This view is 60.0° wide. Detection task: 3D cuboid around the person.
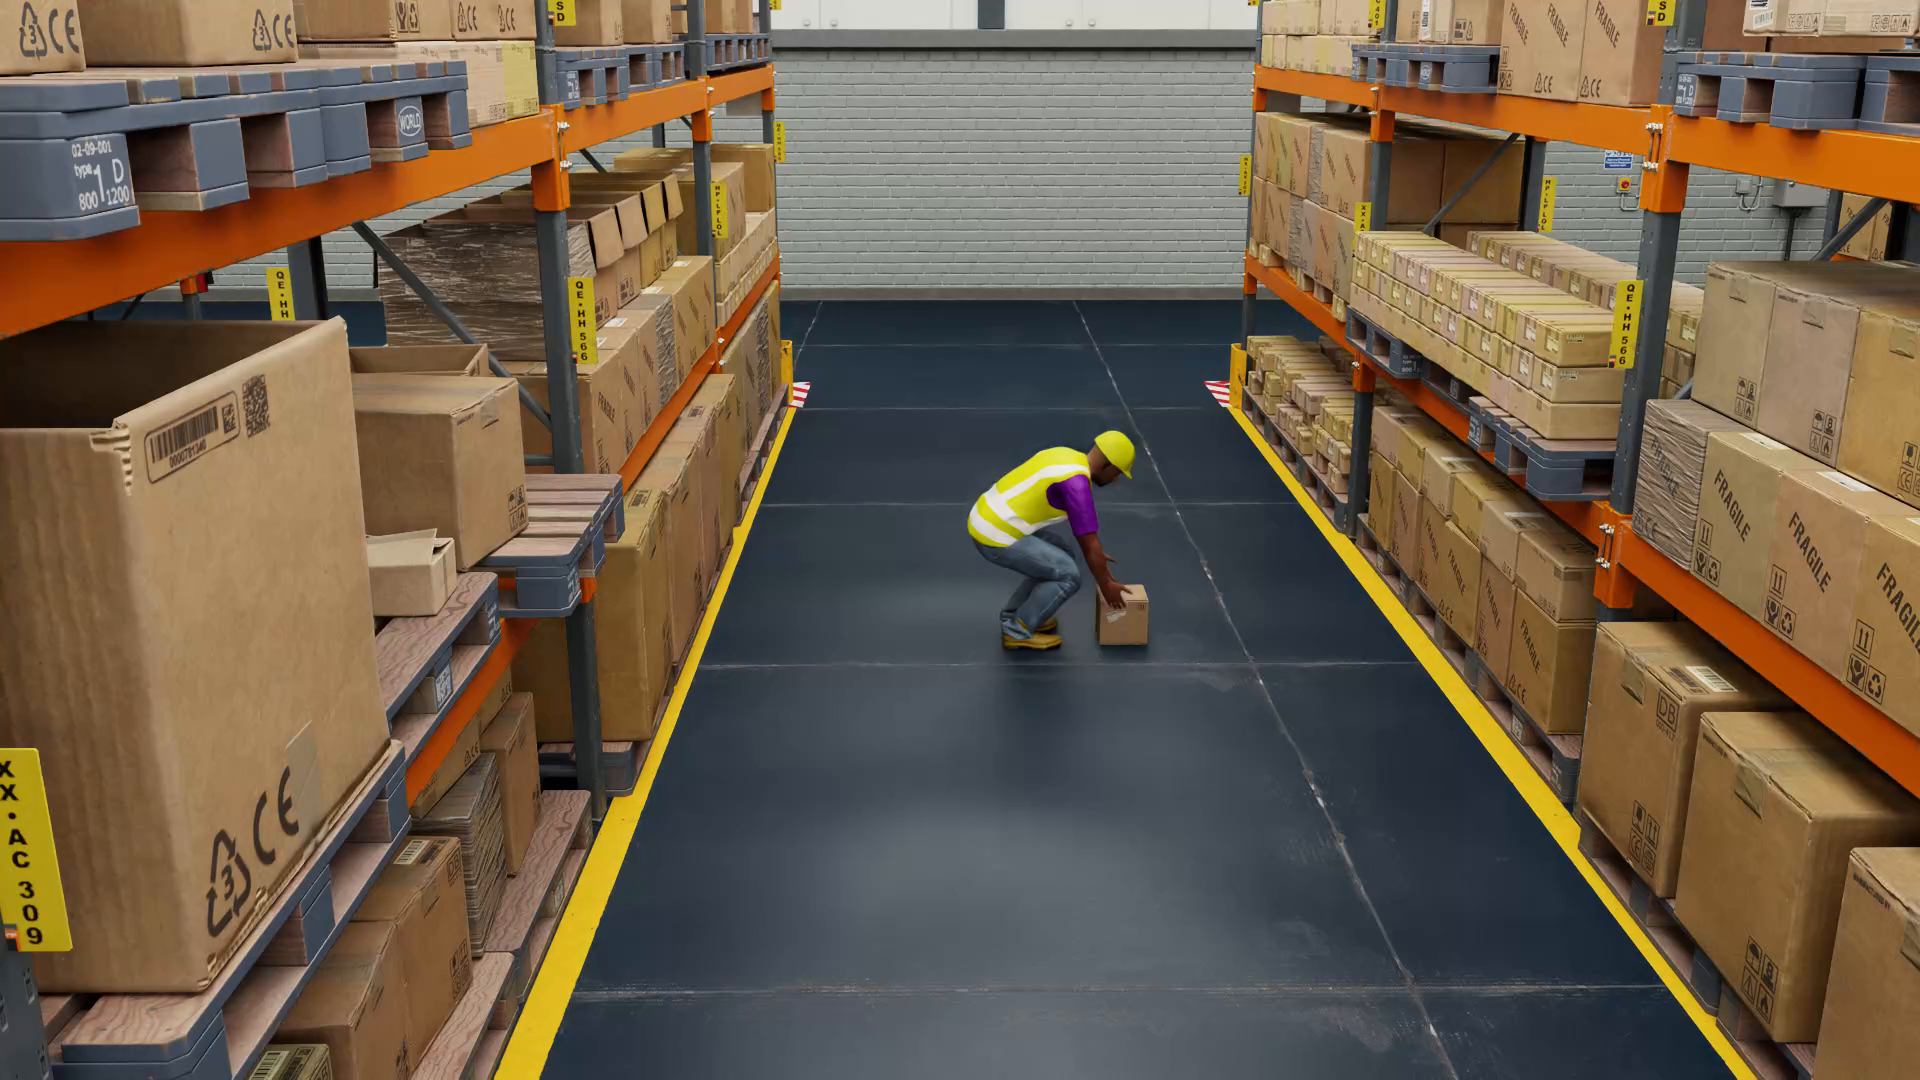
[{"bbox_3d":[0.472,-0.026,8.711,0.869,1.112,0.606,0,17,-1],"label":"person"}]
